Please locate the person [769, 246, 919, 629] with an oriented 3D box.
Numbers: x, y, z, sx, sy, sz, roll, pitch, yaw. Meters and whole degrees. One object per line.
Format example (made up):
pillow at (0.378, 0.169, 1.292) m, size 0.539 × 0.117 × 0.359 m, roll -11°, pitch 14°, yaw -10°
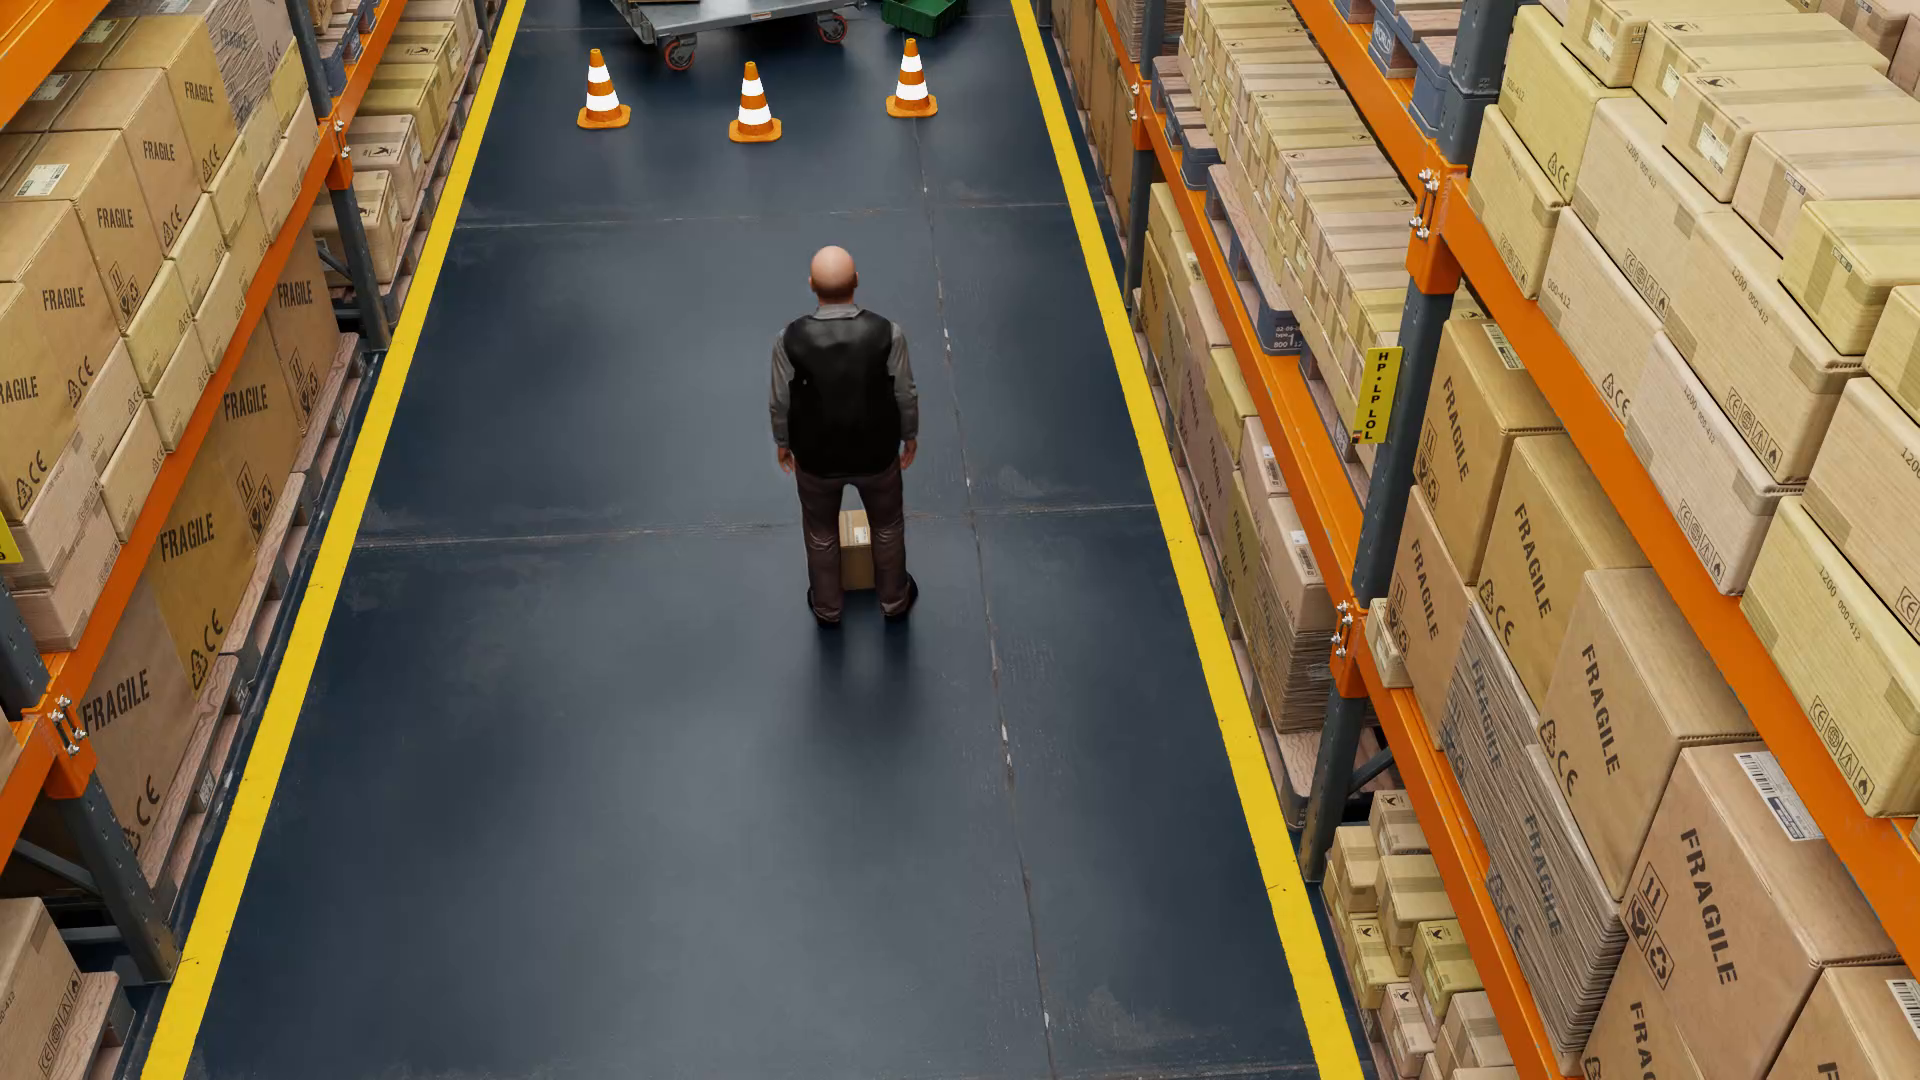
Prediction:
person at (-0.449, -0.353, 6.611) m, size 0.581 × 1.721 × 0.419 m, roll -3°, pitch 39°, yaw -4°
